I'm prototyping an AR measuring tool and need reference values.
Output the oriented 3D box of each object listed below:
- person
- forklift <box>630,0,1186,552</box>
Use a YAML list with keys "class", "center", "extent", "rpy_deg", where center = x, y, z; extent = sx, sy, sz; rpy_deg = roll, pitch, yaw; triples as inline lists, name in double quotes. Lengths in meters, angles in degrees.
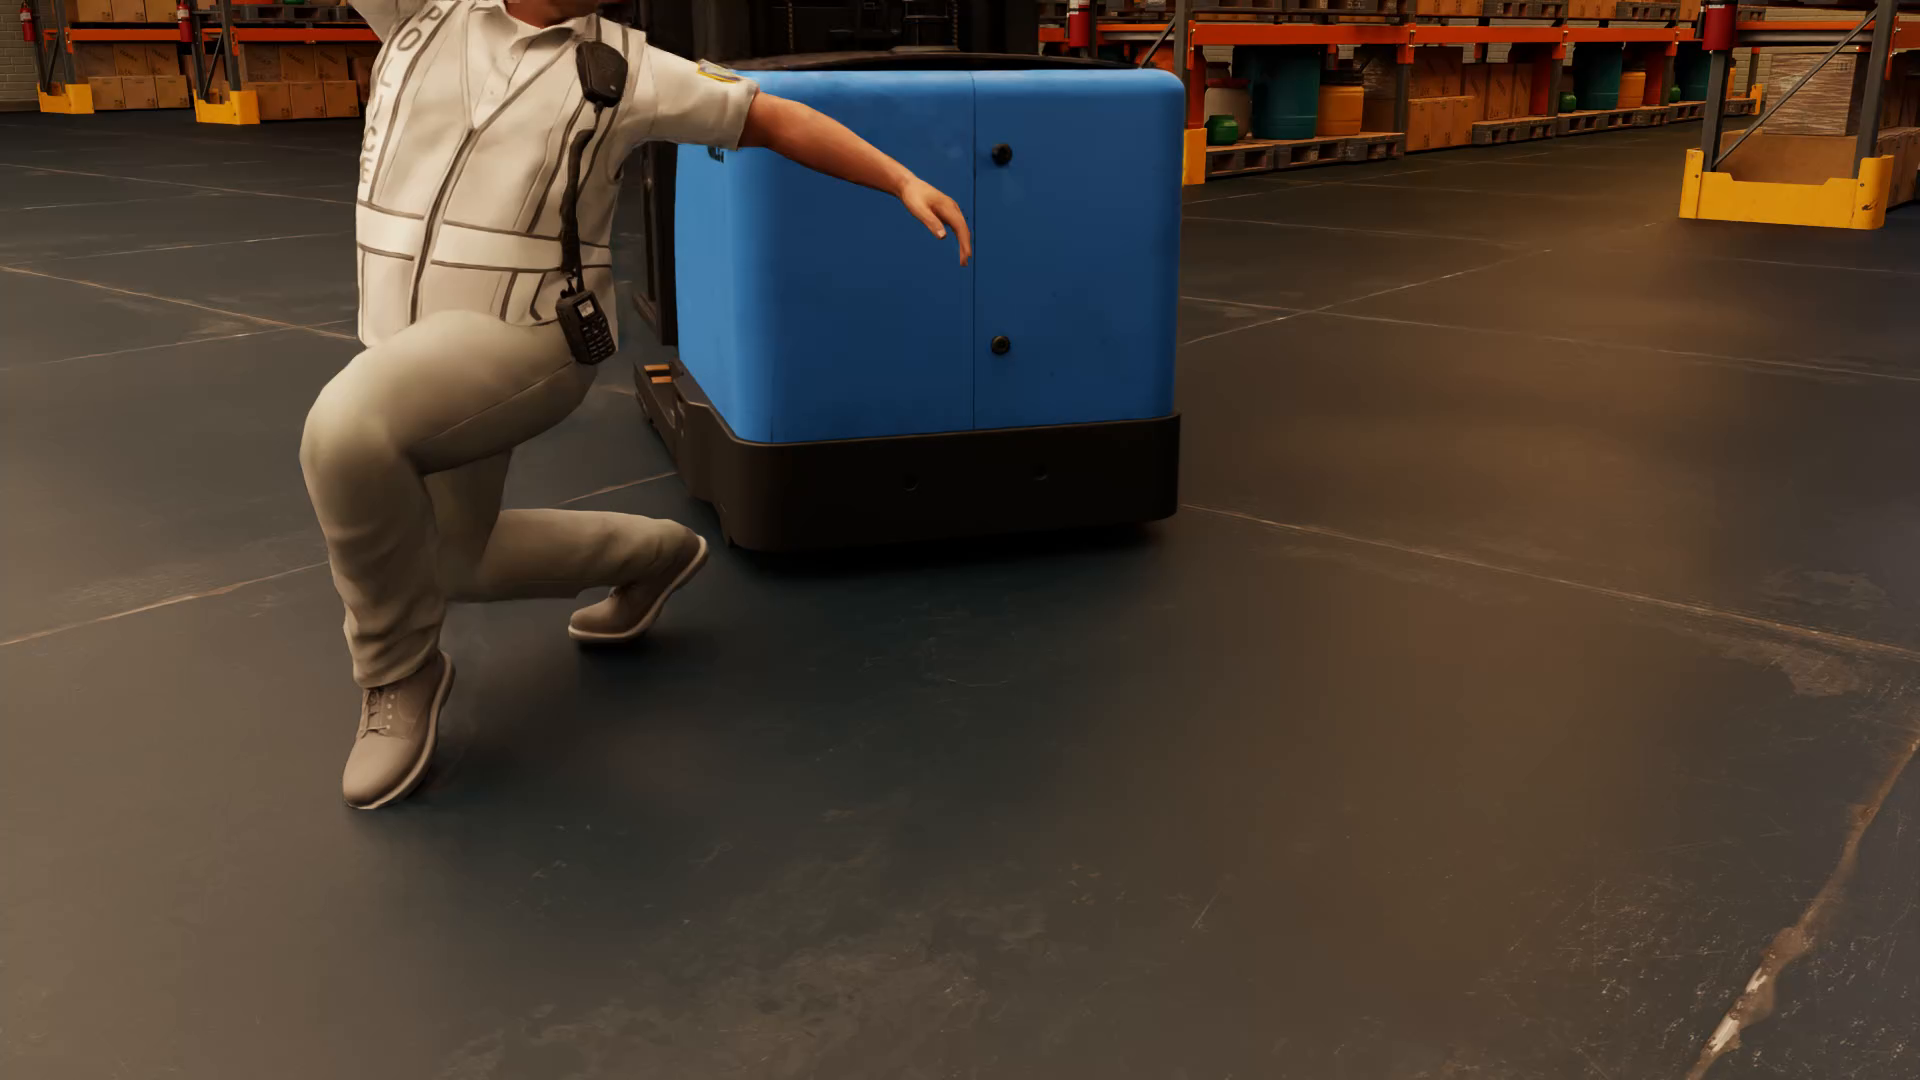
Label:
- class: "person"
  center: [-0.565, -0.375, 2.714]
  extent: [0.984, 1.469, 0.957]
  rpy_deg: [7, 18, 21]
- class: "forklift"
  center: [-0.396, -1.763, 4.705]
  extent: [1.130, 2.935, 3.031]
  rpy_deg: [-5, 18, -16]
